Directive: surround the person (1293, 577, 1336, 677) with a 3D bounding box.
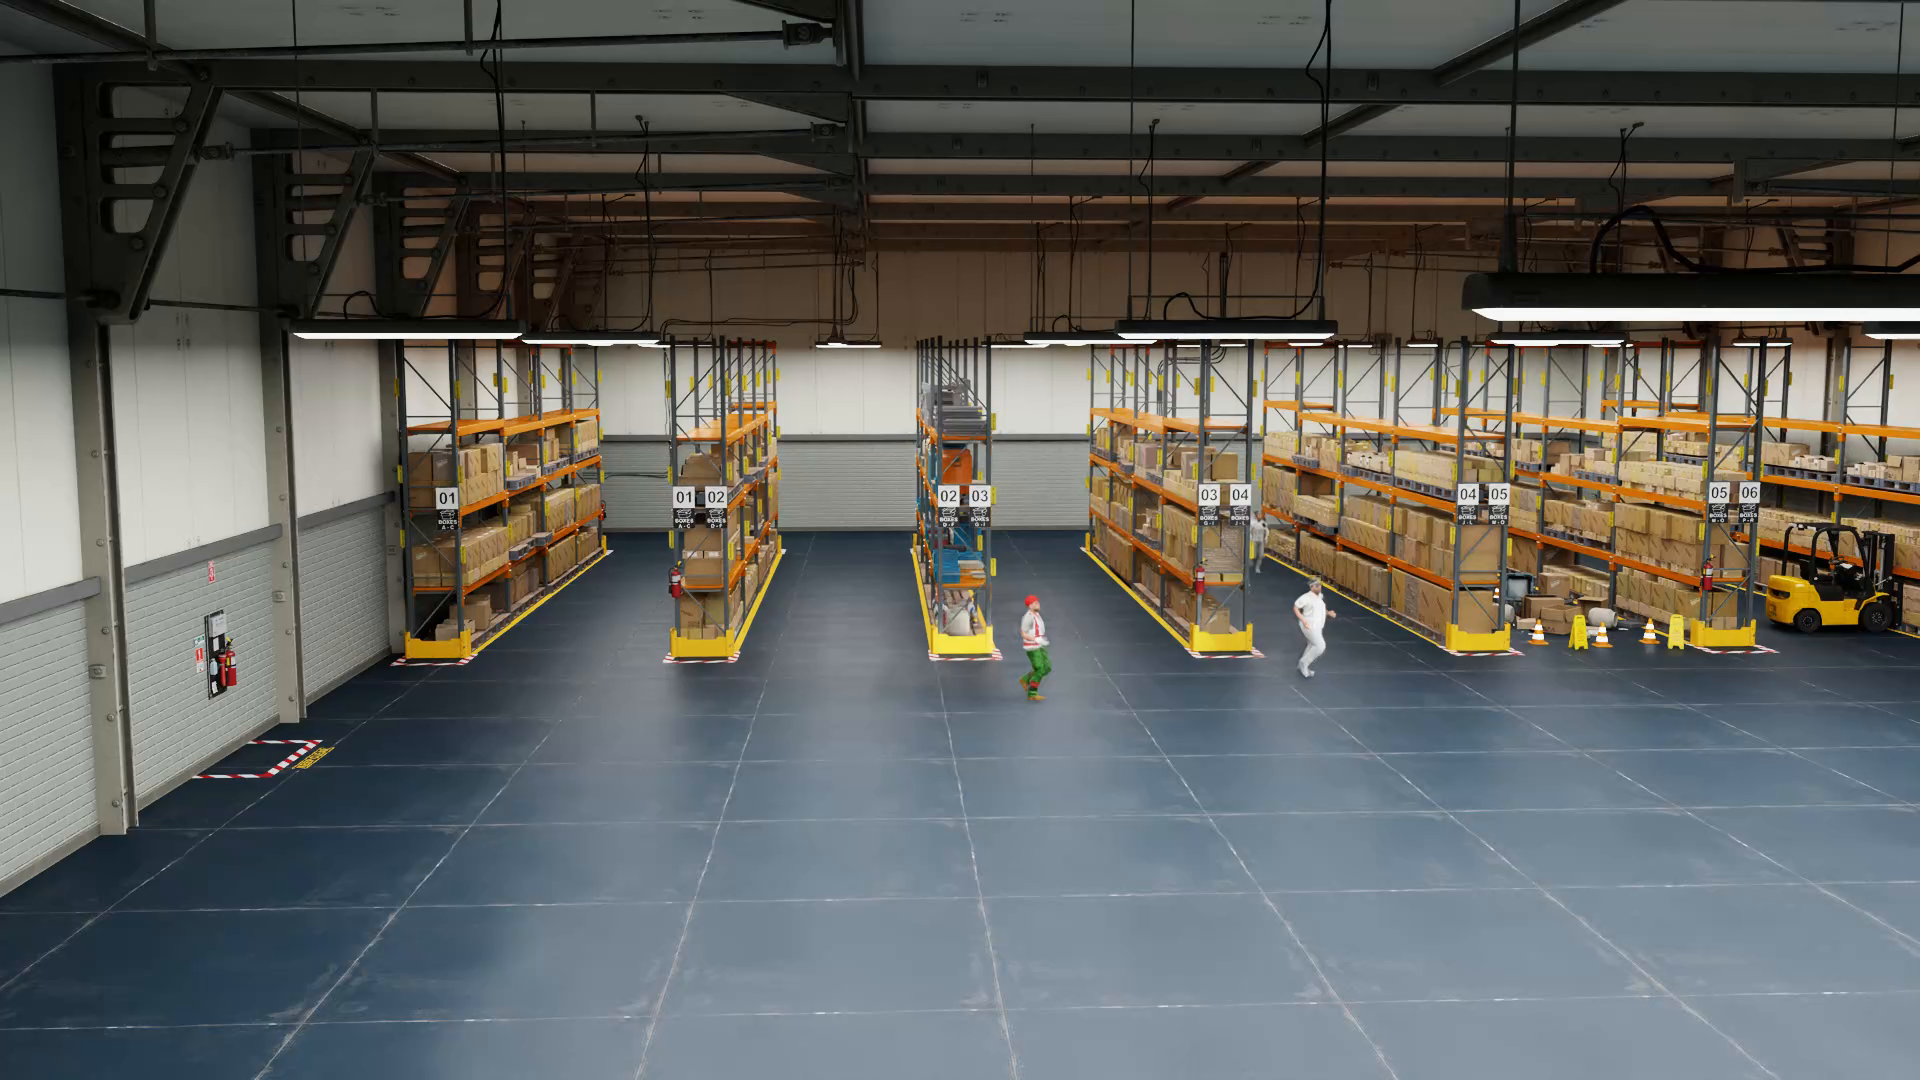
[{"bbox_3d":[6.272,1.530,29.307,0.663,1.776,0.636,5,8,39],"label":"person"}]

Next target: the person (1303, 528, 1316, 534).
[{"bbox_3d":[10.402,-0.702,49.273,0.683,1.646,0.635,0,6,3],"label":"person"}]

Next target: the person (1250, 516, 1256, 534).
[{"bbox_3d":[7.576,-0.072,43.965,0.612,1.617,0.585,0,6,-1],"label":"person"}]

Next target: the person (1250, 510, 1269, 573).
[{"bbox_3d":[7.707,0.022,43.107,0.603,1.648,0.593,-1,7,-6],"label":"person"}]

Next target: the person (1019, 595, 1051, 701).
[{"bbox_3d":[1.226,1.765,27.264,0.612,1.739,0.651,3,7,23],"label":"person"}]
